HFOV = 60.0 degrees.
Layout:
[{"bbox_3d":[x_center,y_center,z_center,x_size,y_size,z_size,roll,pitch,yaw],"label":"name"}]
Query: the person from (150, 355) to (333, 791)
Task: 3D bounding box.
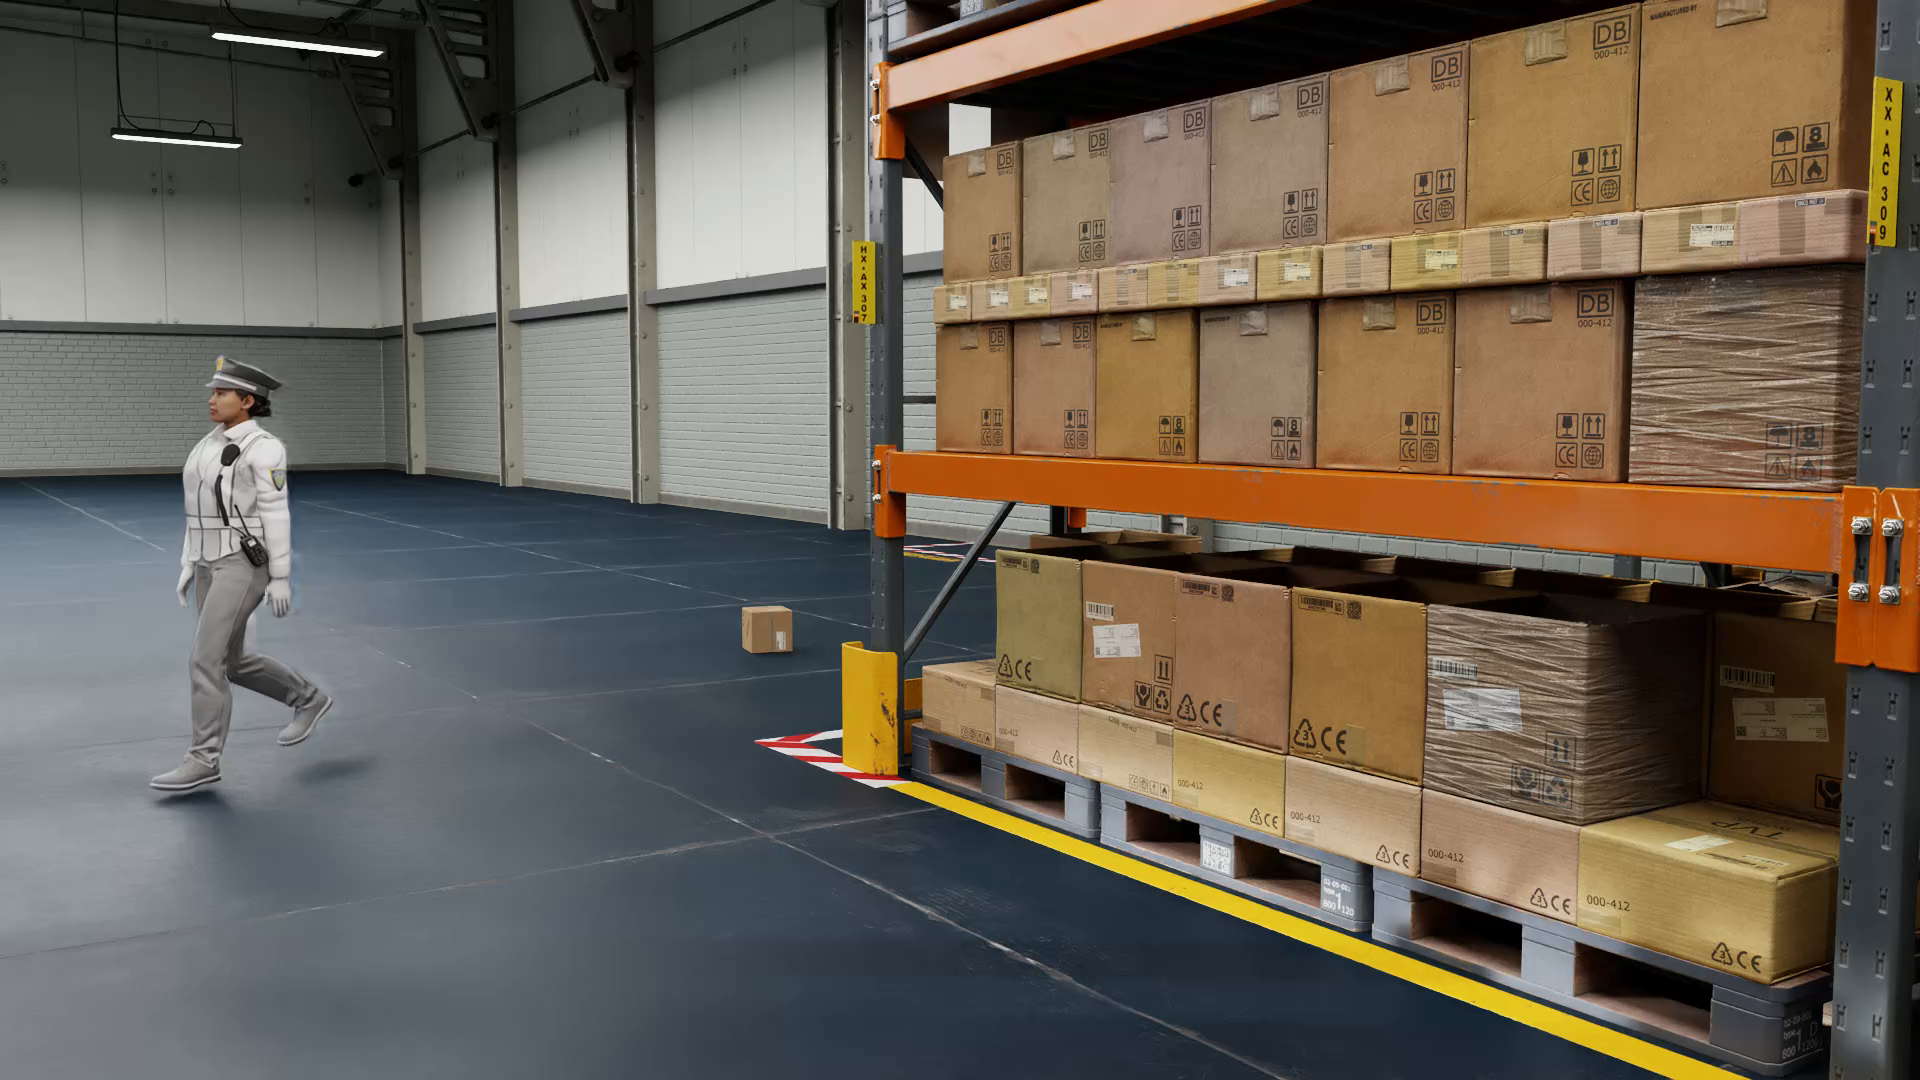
[{"bbox_3d":[-2.859,0.100,6.595,0.496,1.653,0.862,3,6,35],"label":"person"}]
